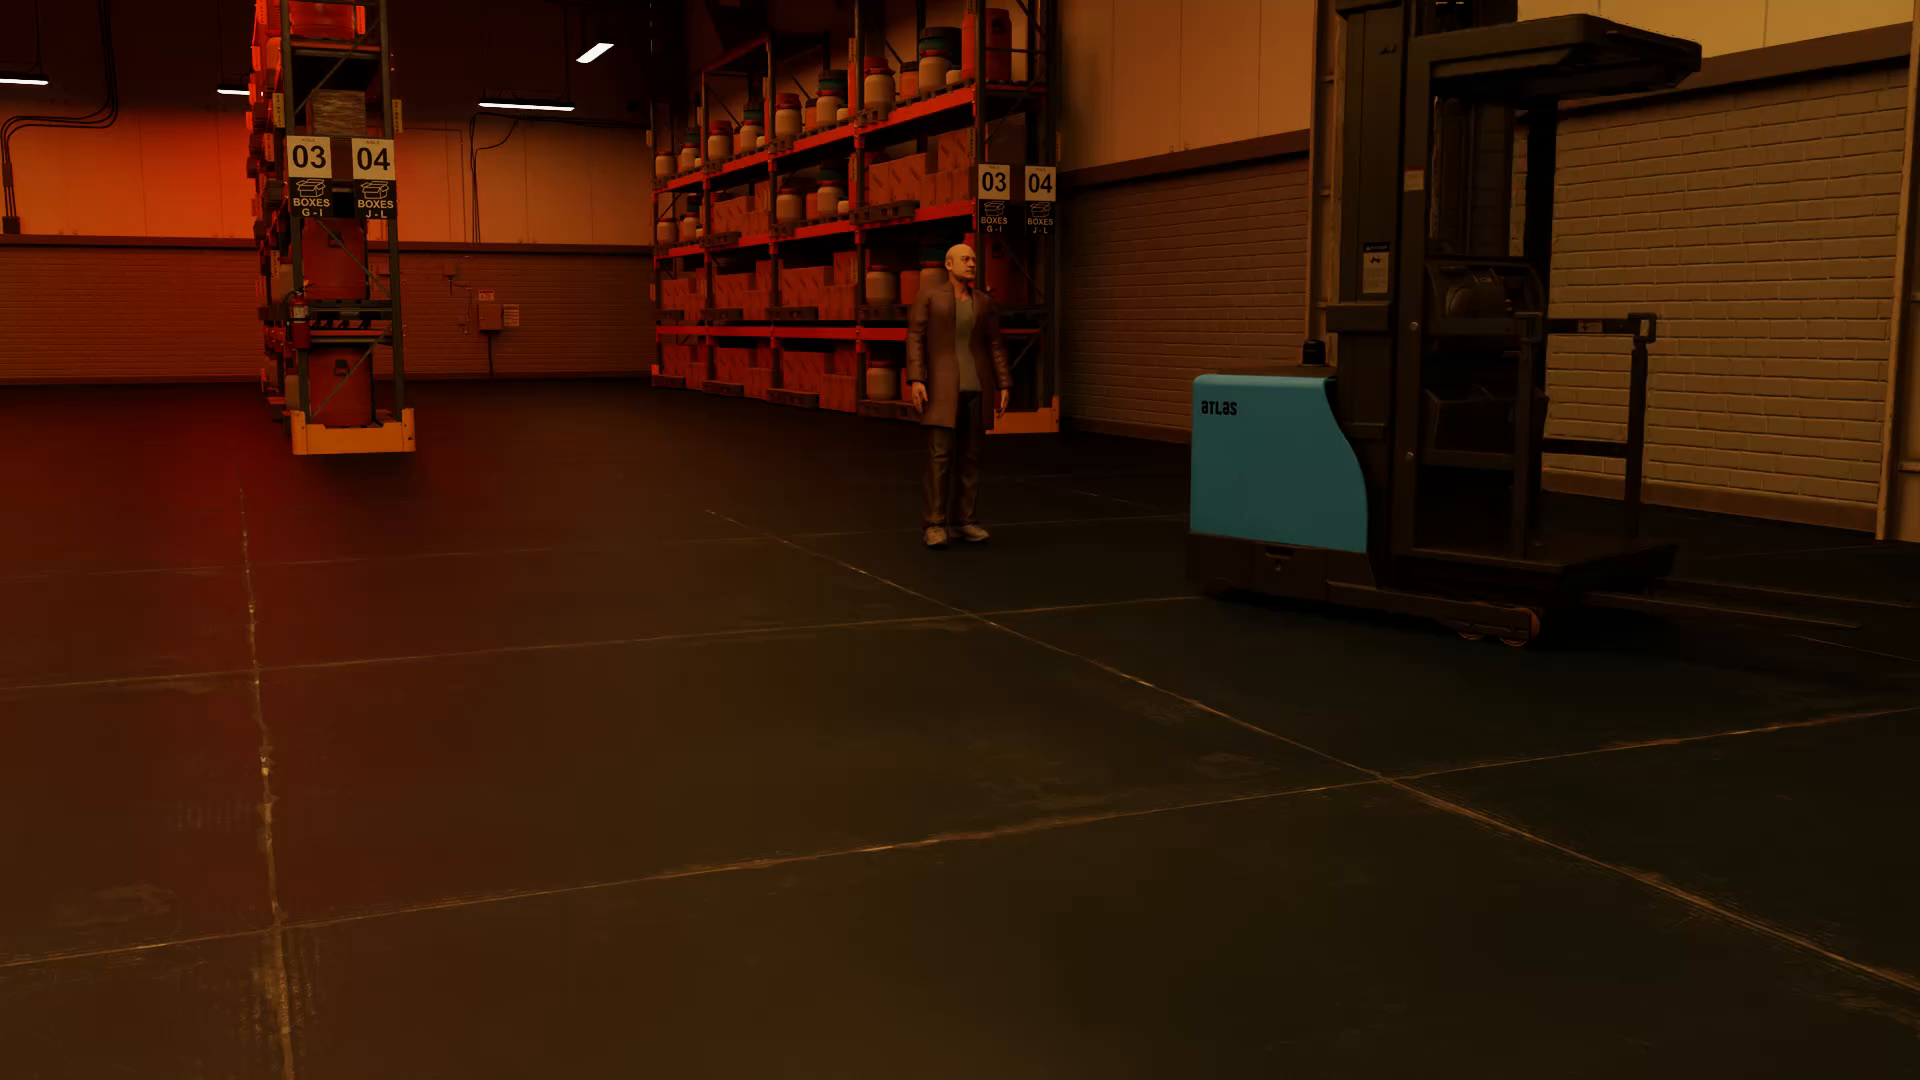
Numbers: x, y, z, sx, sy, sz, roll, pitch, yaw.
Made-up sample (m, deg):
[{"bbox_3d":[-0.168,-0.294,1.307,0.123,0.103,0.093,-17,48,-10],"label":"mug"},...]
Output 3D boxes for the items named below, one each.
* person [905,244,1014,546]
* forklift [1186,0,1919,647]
[{"bbox_3d":[0.033,-0.877,9.952,0.696,1.777,0.579,-3,8,-23],"label":"person"},{"bbox_3d":[2.472,-1.089,7.196,1.130,2.935,3.031,-7,10,-42],"label":"forklift"}]
